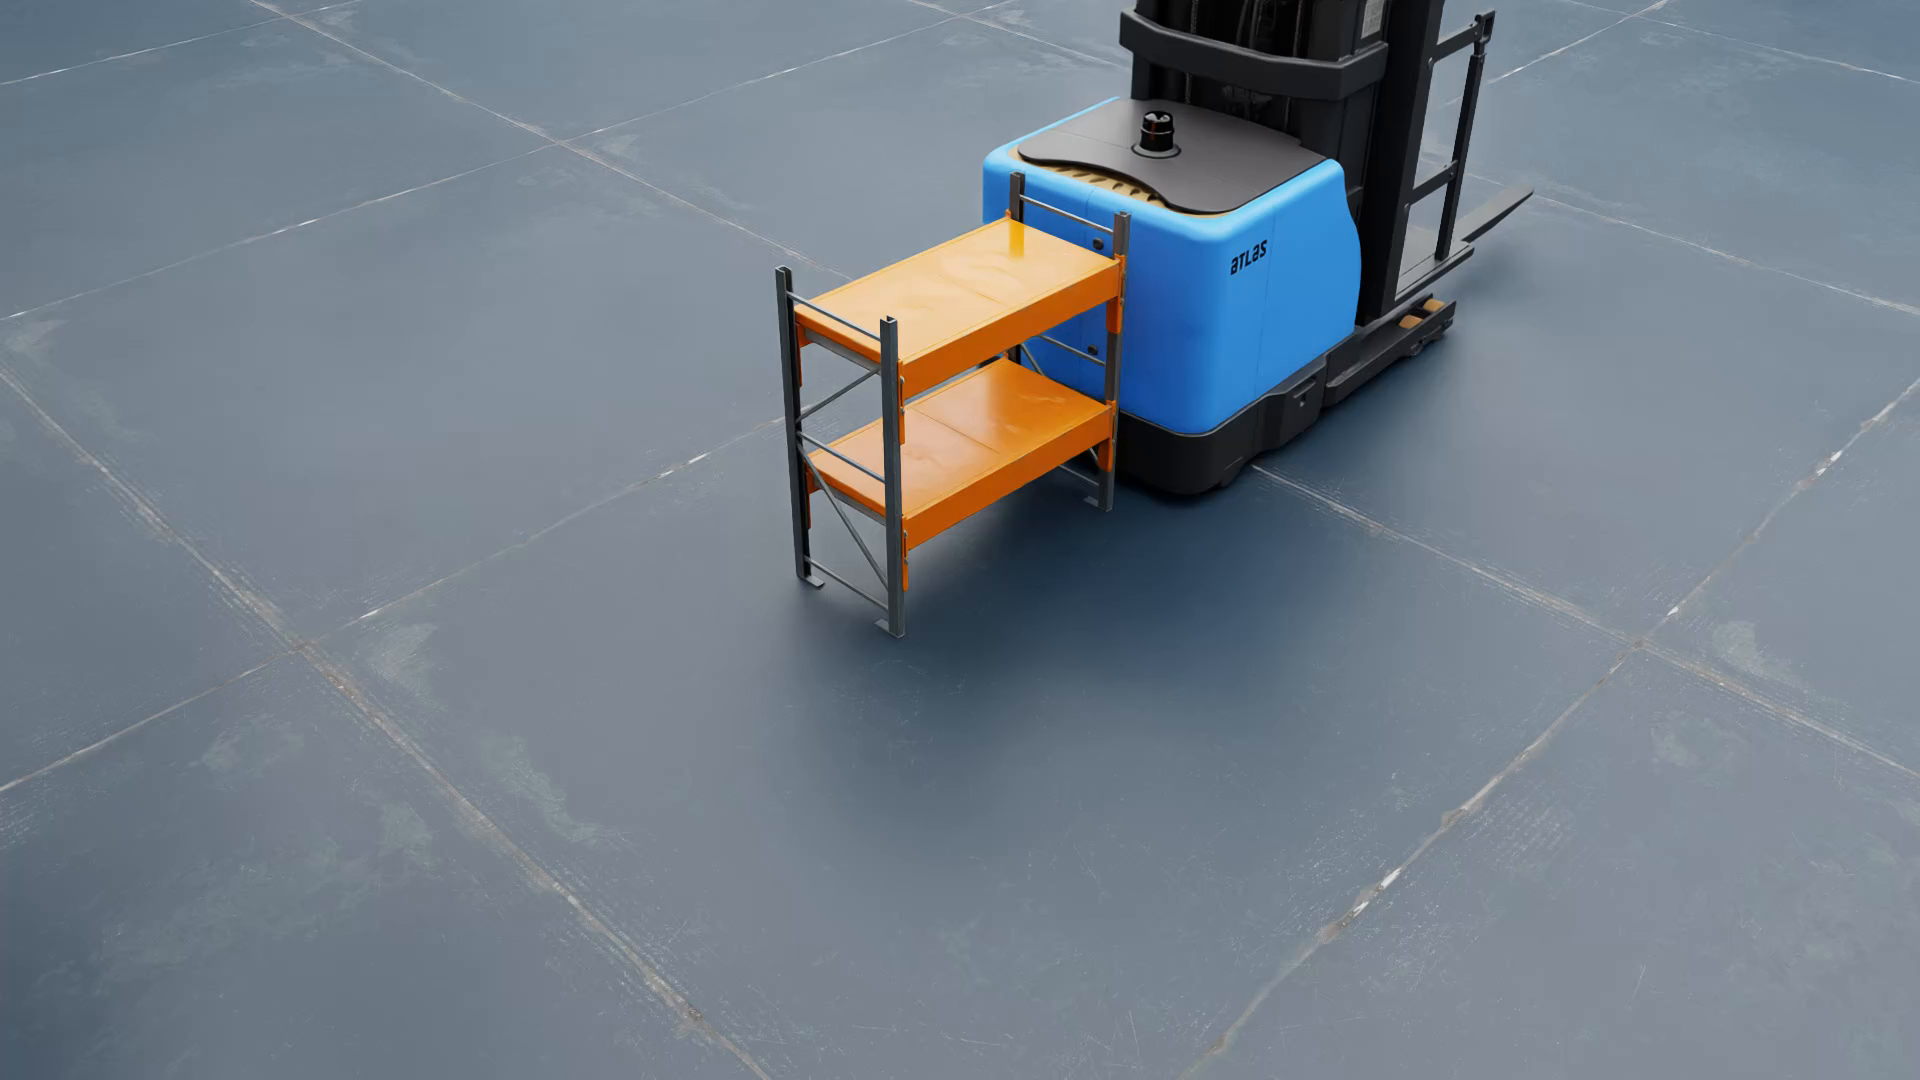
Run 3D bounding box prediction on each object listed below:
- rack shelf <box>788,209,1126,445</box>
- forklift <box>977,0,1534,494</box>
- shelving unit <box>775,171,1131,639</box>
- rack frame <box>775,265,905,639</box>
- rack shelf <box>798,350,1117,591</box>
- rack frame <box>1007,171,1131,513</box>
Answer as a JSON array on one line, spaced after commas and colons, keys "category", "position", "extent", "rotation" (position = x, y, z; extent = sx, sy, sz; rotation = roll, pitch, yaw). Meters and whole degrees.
[{"category": "rack shelf", "position": [-0.005, -0.699, 5.257], "extent": [0.538, 0.278, 1.000], "rotation": [30, 45, 35]}, {"category": "forklift", "position": [1.413, -2.127, 6.237], "extent": [1.130, 2.935, 3.031], "rotation": [27, 43, 33]}, {"category": "shelving unit", "position": [-0.005, -0.459, 5.424], "extent": [0.538, 1.125, 1.048], "rotation": [30, 45, 35]}, {"category": "rack frame", "position": [-0.363, -0.252, 5.128], "extent": [0.500, 1.125, 0.032], "rotation": [30, 45, 35]}, {"category": "rack shelf", "position": [-0.005, -0.258, 5.564], "extent": [0.538, 0.278, 1.000], "rotation": [30, 45, 35]}, {"category": "rack frame", "position": [0.353, -0.665, 5.720], "extent": [0.500, 1.125, 0.032], "rotation": [30, 45, 35]}]
